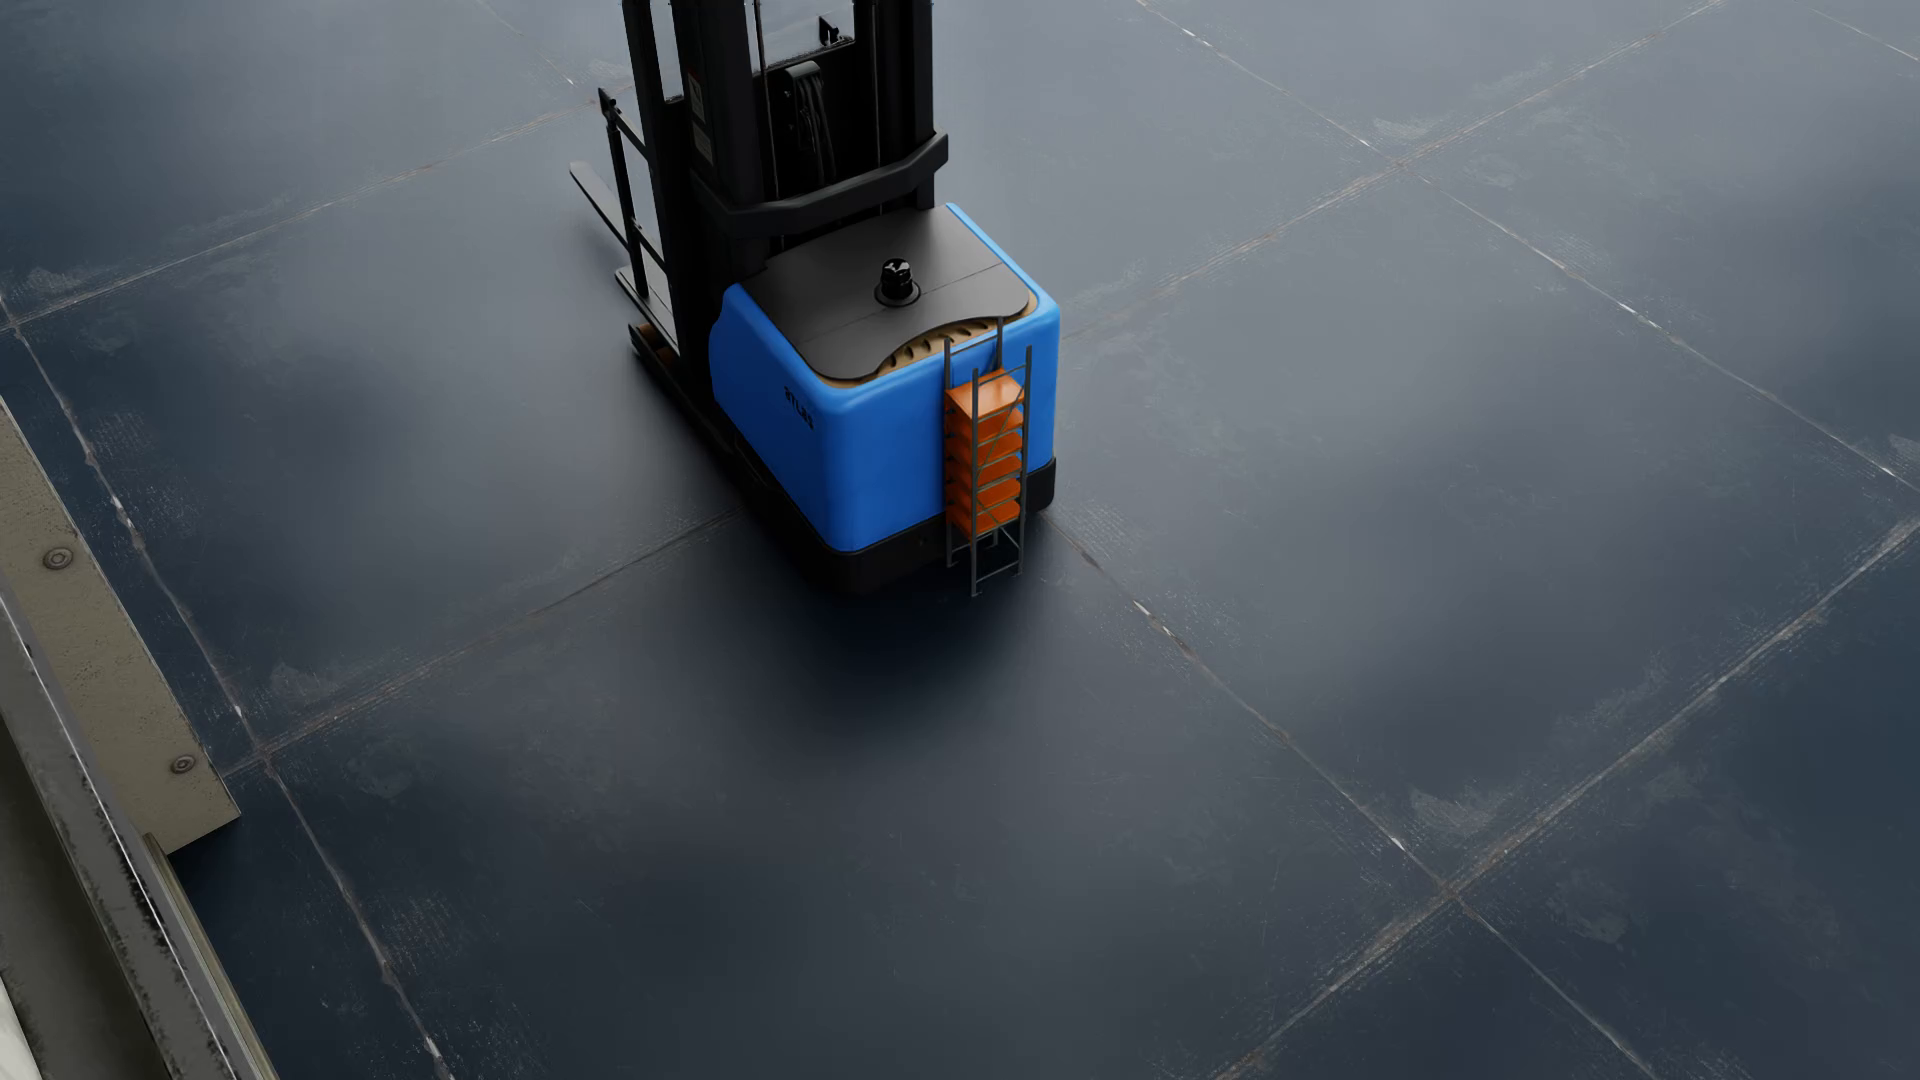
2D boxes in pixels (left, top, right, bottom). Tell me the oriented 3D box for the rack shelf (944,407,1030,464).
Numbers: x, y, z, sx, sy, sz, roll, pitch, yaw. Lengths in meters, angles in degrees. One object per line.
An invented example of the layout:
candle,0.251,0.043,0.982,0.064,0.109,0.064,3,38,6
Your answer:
rack shelf,0.098,-0.412,6.049,0.258,0.103,0.180,-25,52,-21

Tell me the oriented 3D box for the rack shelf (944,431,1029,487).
rack shelf,0.098,-0.332,6.138,0.258,0.103,0.180,-25,52,-21

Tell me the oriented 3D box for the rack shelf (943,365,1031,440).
rack shelf,0.098,-0.493,5.960,0.258,0.103,0.180,-25,52,-21

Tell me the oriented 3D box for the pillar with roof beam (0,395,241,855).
pillar with roof beam,0.648,-4.032,4.330,9.100,9.000,0.400,-29,54,-24

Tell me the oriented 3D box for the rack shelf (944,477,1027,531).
rack shelf,0.098,-0.171,6.316,0.258,0.103,0.180,-25,52,-21

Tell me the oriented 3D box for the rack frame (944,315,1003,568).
rack frame,0.049,-0.339,6.246,0.240,1.200,0.006,-25,52,-21

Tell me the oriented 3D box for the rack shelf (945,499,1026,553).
rack shelf,0.098,-0.090,6.404,0.258,0.103,0.180,-25,52,-21

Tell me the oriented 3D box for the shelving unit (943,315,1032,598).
shelving unit,0.098,-0.281,6.194,0.258,1.200,0.189,-25,52,-21

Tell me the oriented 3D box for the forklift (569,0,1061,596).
forklift,-0.821,-1.846,6.444,1.130,2.935,3.031,-25,52,-21

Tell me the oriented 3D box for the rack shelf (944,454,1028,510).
rack shelf,0.098,-0.251,6.227,0.258,0.103,0.180,-25,52,-21

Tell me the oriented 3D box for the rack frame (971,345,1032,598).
rack frame,0.146,-0.224,6.142,0.240,1.200,0.006,-25,52,-21
